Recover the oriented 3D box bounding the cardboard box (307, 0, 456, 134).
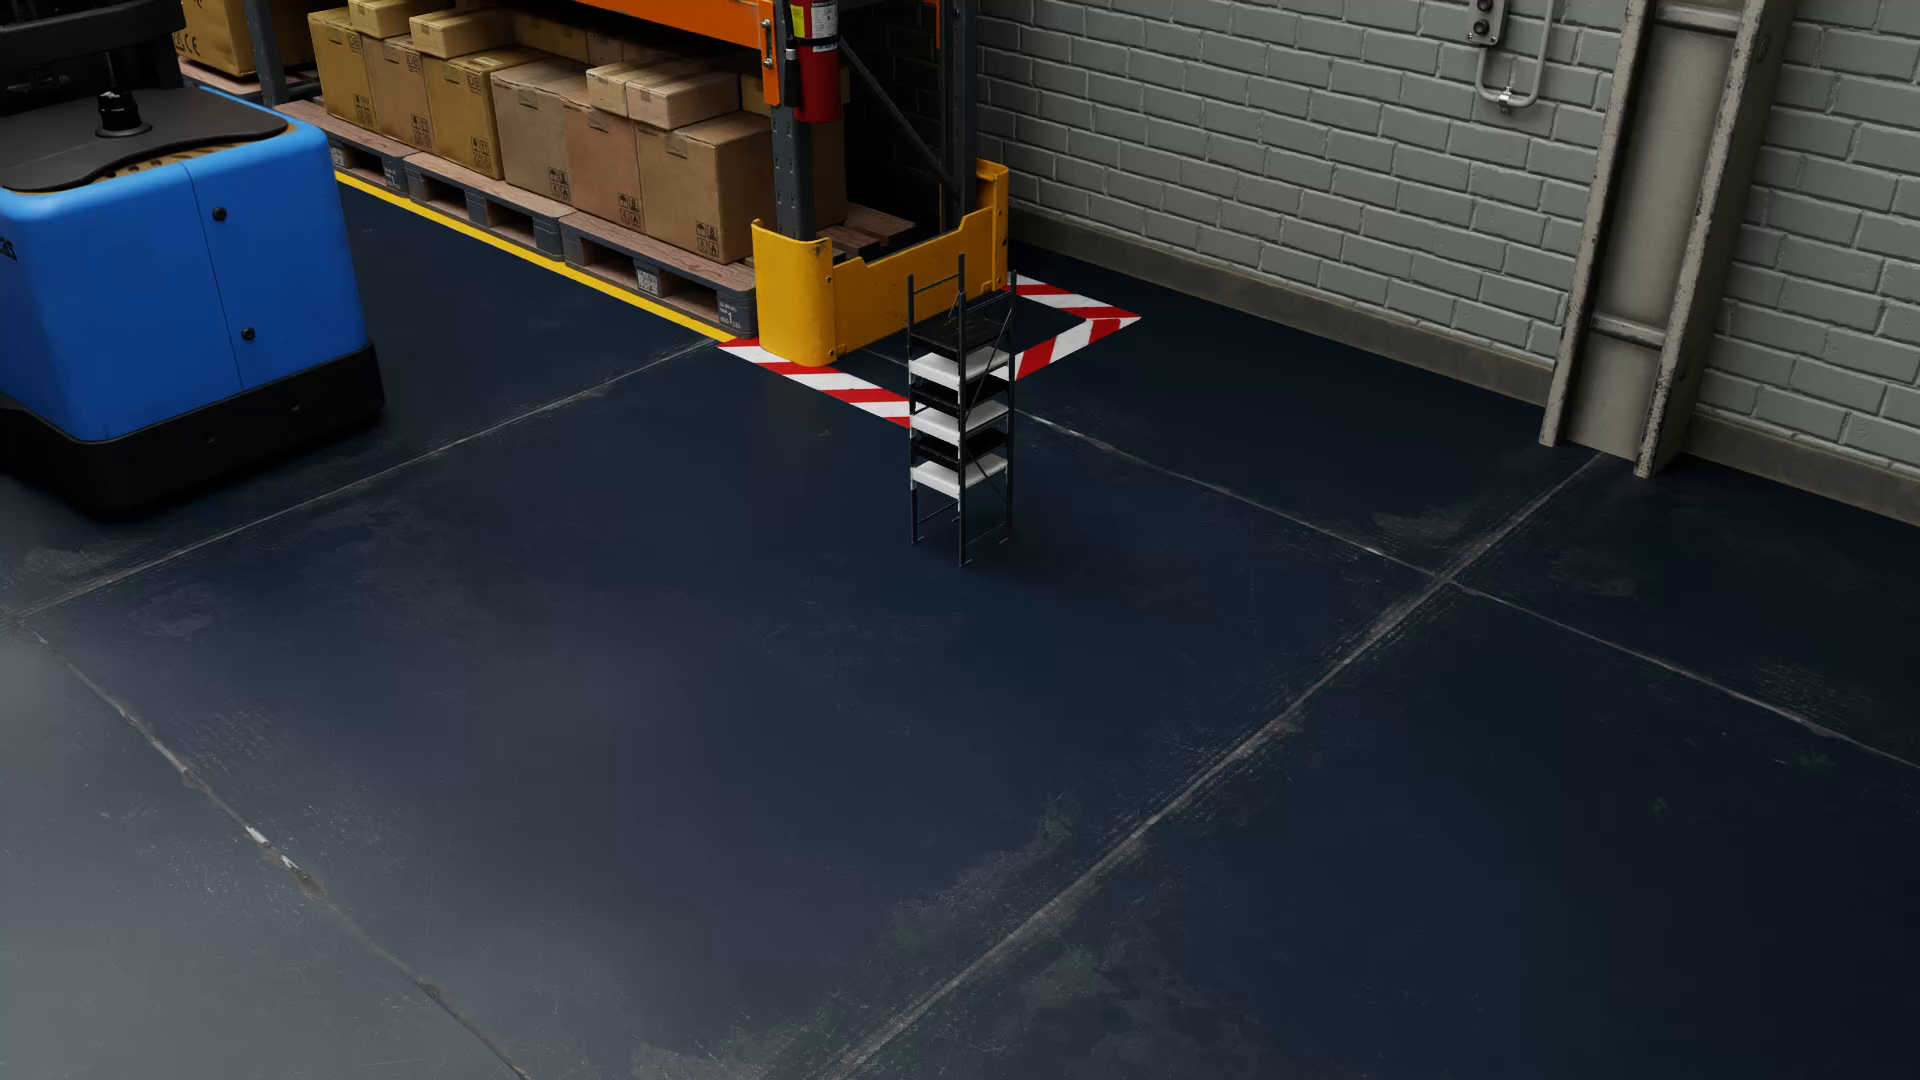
[{"bbox_3d":[-2.790,-2.416,8.371,0.500,0.500,0.700,26,39,36],"label":"cardboard box"}]

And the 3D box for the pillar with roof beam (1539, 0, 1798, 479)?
[{"bbox_3d":[-0.617,-2.541,0.746,0.400,9.000,9.100,25,39,35],"label":"pillar with roof beam"}]

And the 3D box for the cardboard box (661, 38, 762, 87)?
[{"bbox_3d":[-1.046,-2.020,7.084,0.250,0.149,0.380,25,39,35],"label":"cardboard box"}]

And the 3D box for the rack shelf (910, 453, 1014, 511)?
[{"bbox_3d":[0.006,-0.200,5.123,0.200,0.077,0.258,25,39,35],"label":"rack shelf"}]

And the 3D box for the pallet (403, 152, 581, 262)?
[{"bbox_3d":[-1.856,-1.695,7.861,1.213,0.211,1.003,25,39,35],"label":"pallet"}]

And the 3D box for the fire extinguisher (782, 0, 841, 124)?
[{"bbox_3d":[-0.508,-1.799,5.766,0.183,0.674,0.296,25,39,35],"label":"fire extinguisher"}]

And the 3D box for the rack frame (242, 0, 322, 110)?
[{"bbox_3d":[-3.276,-3.605,8.330,0.127,3.000,1.000,25,39,35],"label":"rack frame"}]

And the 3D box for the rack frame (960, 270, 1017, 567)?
[{"bbox_3d":[0.081,-0.348,4.955,0.006,0.900,0.240,25,39,35],"label":"rack frame"}]

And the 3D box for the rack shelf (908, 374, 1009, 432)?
[{"bbox_3d":[0.006,-0.431,4.984,0.200,0.077,0.258,25,39,35],"label":"rack shelf"}]

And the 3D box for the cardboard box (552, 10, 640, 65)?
[{"bbox_3d":[-1.611,-2.283,7.521,0.250,0.149,0.380,25,39,36],"label":"cardboard box"}]

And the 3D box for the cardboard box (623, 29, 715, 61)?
[{"bbox_3d":[-1.231,-2.106,7.228,0.250,0.149,0.380,25,39,35],"label":"cardboard box"}]

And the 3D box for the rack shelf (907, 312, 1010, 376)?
[{"bbox_3d":[0.006,-0.585,4.891,0.200,0.077,0.258,25,39,35],"label":"rack shelf"}]

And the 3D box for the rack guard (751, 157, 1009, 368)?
[{"bbox_3d":[-0.293,-1.141,6.661,0.348,0.500,1.175,25,39,35],"label":"rack guard"}]

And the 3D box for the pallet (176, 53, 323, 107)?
[{"bbox_3d":[-3.899,-2.648,9.445,1.213,0.211,1.003,25,39,35],"label":"pallet"}]

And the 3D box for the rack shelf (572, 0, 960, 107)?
[{"bbox_3d":[-1.793,-2.604,7.365,4.000,0.370,1.077,25,39,35],"label":"rack shelf"}]

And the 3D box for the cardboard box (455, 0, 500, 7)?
[{"bbox_3d":[-2.177,-2.547,7.961,0.250,0.149,0.380,24,38,34],"label":"cardboard box"}]

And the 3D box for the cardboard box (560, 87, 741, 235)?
[{"bbox_3d":[-1.268,-1.707,7.193,0.500,0.500,0.700,25,39,35],"label":"cardboard box"}]

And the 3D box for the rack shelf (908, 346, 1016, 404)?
[{"bbox_3d":[0.006,-0.508,4.938,0.200,0.077,0.258,25,39,35],"label":"rack shelf"}]

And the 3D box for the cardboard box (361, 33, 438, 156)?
[{"bbox_3d":[-2.420,-2.241,8.080,0.500,0.500,0.700,25,39,35],"label":"cardboard box"}]

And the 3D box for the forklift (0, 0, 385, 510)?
[{"bbox_3d":[-3.495,-1.976,5.690,3.031,2.935,1.130,24,38,34],"label":"forklift"}]

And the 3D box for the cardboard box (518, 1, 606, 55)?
[{"bbox_3d":[-1.798,-2.371,7.667,0.250,0.149,0.380,24,39,34],"label":"cardboard box"}]

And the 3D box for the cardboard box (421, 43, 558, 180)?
[{"bbox_3d":[-2.041,-2.062,7.784,0.500,0.500,0.700,26,40,36],"label":"cardboard box"}]

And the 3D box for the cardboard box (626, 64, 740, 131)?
[{"bbox_3d":[-1.114,-1.786,6.696,0.250,0.149,0.380,25,39,35],"label":"cardboard box"}]

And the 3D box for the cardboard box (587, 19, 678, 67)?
[{"bbox_3d":[-1.420,-2.194,7.374,0.250,0.149,0.380,26,39,36],"label":"cardboard box"}]

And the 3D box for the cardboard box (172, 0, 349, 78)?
[{"bbox_3d":[-3.845,-3.039,9.067,0.750,0.750,0.750,26,39,36],"label":"cardboard box"}]

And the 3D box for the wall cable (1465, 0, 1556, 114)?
[{"bbox_3d":[1.274,-2.574,5.633,1.851,1.984,0.084,25,39,35],"label":"wall cable"}]

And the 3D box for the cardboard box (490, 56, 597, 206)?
[{"bbox_3d":[-1.641,-1.880,7.482,0.500,0.500,0.700,24,38,34],"label":"cardboard box"}]

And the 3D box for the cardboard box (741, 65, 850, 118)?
[{"bbox_3d":[-0.670,-1.845,6.793,0.250,0.149,0.380,25,39,35],"label":"cardboard box"}]

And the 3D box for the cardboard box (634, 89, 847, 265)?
[{"bbox_3d":[-0.896,-1.534,6.905,0.500,0.500,0.700,25,39,35],"label":"cardboard box"}]

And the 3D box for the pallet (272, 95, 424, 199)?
[{"bbox_3d":[-2.765,-2.117,8.562,1.213,0.211,1.003,25,39,35],"label":"pallet"}]

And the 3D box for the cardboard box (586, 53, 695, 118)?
[{"bbox_3d":[-1.304,-1.874,6.843,0.250,0.149,0.380,26,40,36],"label":"cardboard box"}]

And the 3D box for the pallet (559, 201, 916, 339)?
[{"bbox_3d":[-0.956,-1.273,7.159,1.213,0.211,1.003,25,39,35],"label":"pallet"}]

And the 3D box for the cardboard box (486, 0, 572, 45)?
[{"bbox_3d":[-1.990,-2.460,7.815,0.250,0.149,0.380,25,39,36],"label":"cardboard box"}]

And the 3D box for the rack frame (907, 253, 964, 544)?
[{"bbox_3d":[-0.069,-0.418,5.072,0.006,0.900,0.240,25,39,35],"label":"rack frame"}]

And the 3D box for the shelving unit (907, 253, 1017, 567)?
[{"bbox_3d":[0.006,-0.383,5.013,0.210,0.900,0.258,25,39,35],"label":"shelving unit"}]

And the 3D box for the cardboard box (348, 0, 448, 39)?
[{"bbox_3d":[-2.659,-2.505,7.891,0.250,0.149,0.380,27,40,37],"label":"cardboard box"}]

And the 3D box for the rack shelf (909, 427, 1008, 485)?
[{"bbox_3d":[0.006,-0.277,5.077,0.200,0.077,0.258,25,39,35],"label":"rack shelf"}]

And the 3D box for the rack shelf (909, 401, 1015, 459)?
[{"bbox_3d":[0.006,-0.354,5.030,0.200,0.077,0.258,25,39,35],"label":"rack shelf"}]

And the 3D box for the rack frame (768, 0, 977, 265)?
[{"bbox_3d":[-0.310,-2.220,6.030,0.127,3.000,1.000,25,39,35],"label":"rack frame"}]

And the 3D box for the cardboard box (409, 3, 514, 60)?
[{"bbox_3d":[-2.272,-2.325,7.591,0.250,0.149,0.380,24,38,34],"label":"cardboard box"}]
